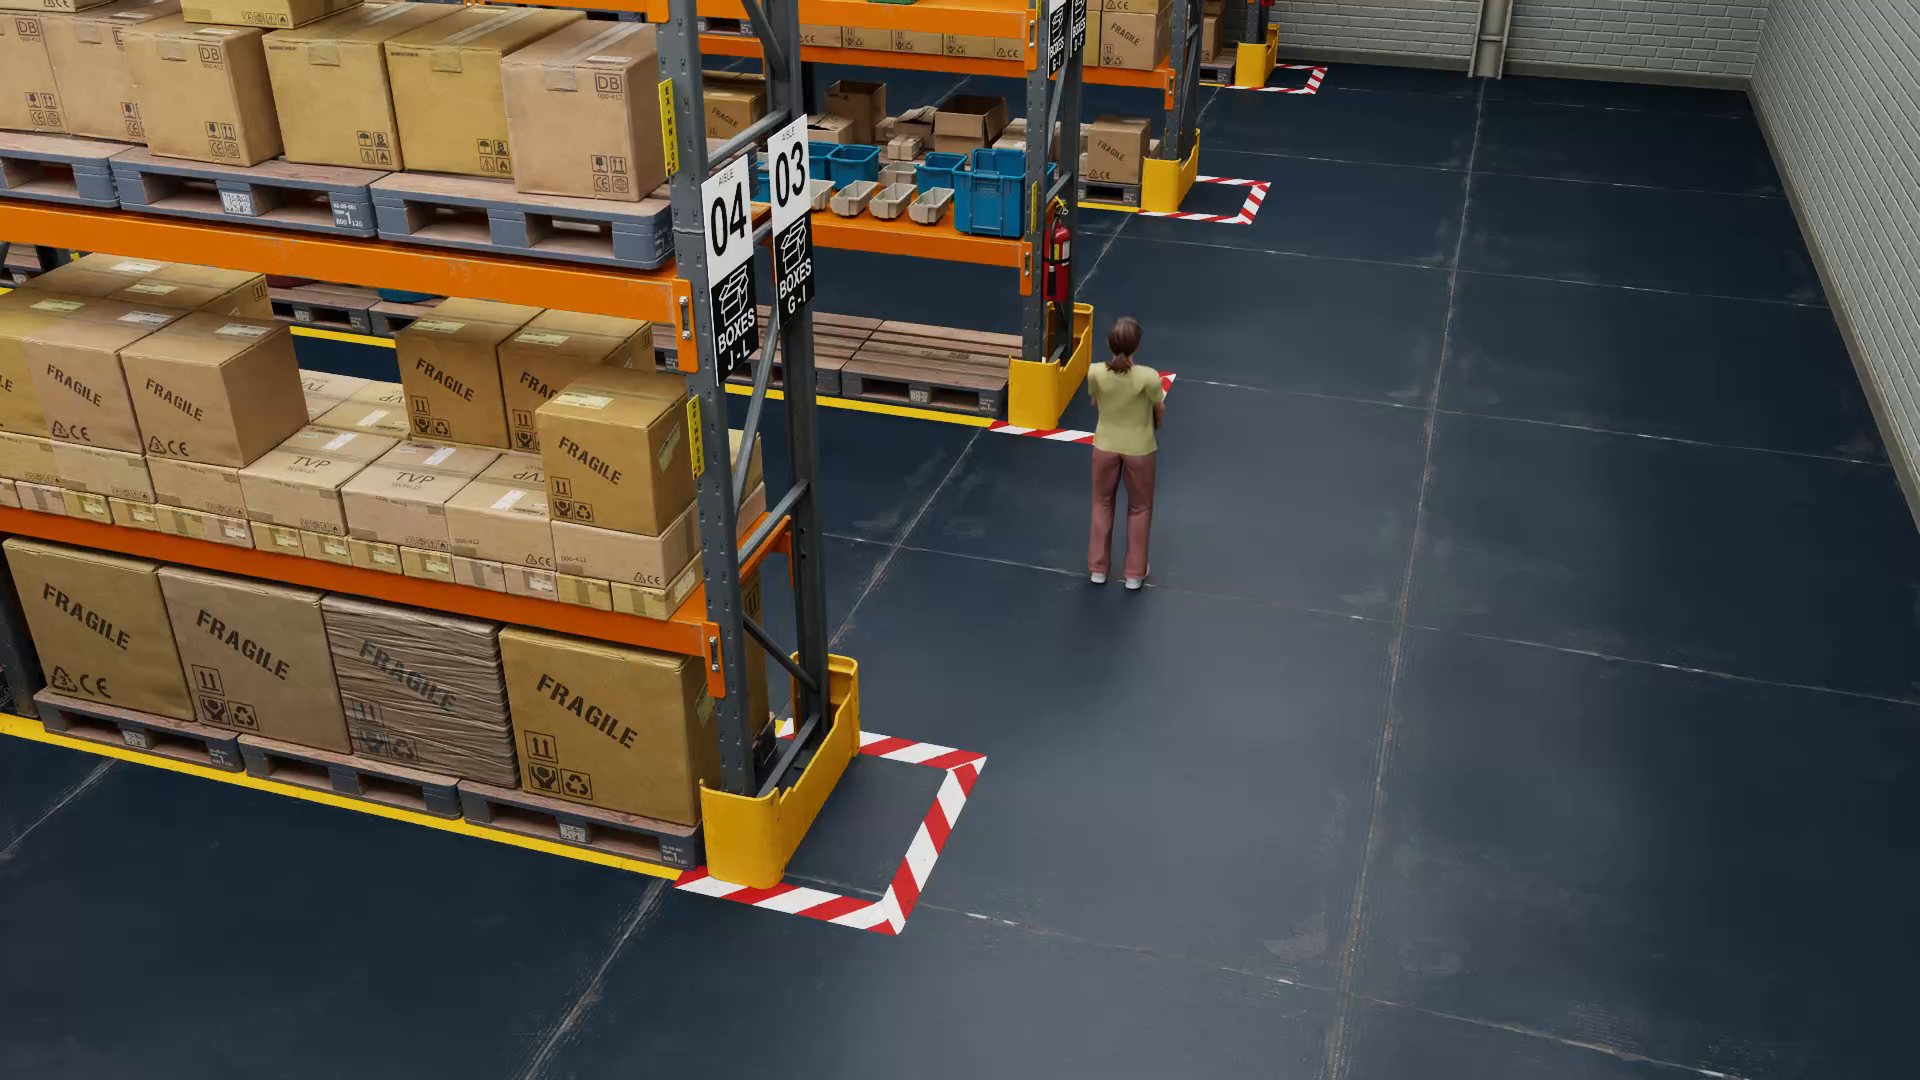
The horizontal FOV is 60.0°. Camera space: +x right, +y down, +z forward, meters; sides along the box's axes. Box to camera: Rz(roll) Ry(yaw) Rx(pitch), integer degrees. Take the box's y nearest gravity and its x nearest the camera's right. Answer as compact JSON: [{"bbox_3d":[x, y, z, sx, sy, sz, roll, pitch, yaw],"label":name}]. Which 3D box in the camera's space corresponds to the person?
[{"bbox_3d":[0.939,-0.531,9.459,0.428,1.663,0.551,9,30,15],"label":"person"}]
